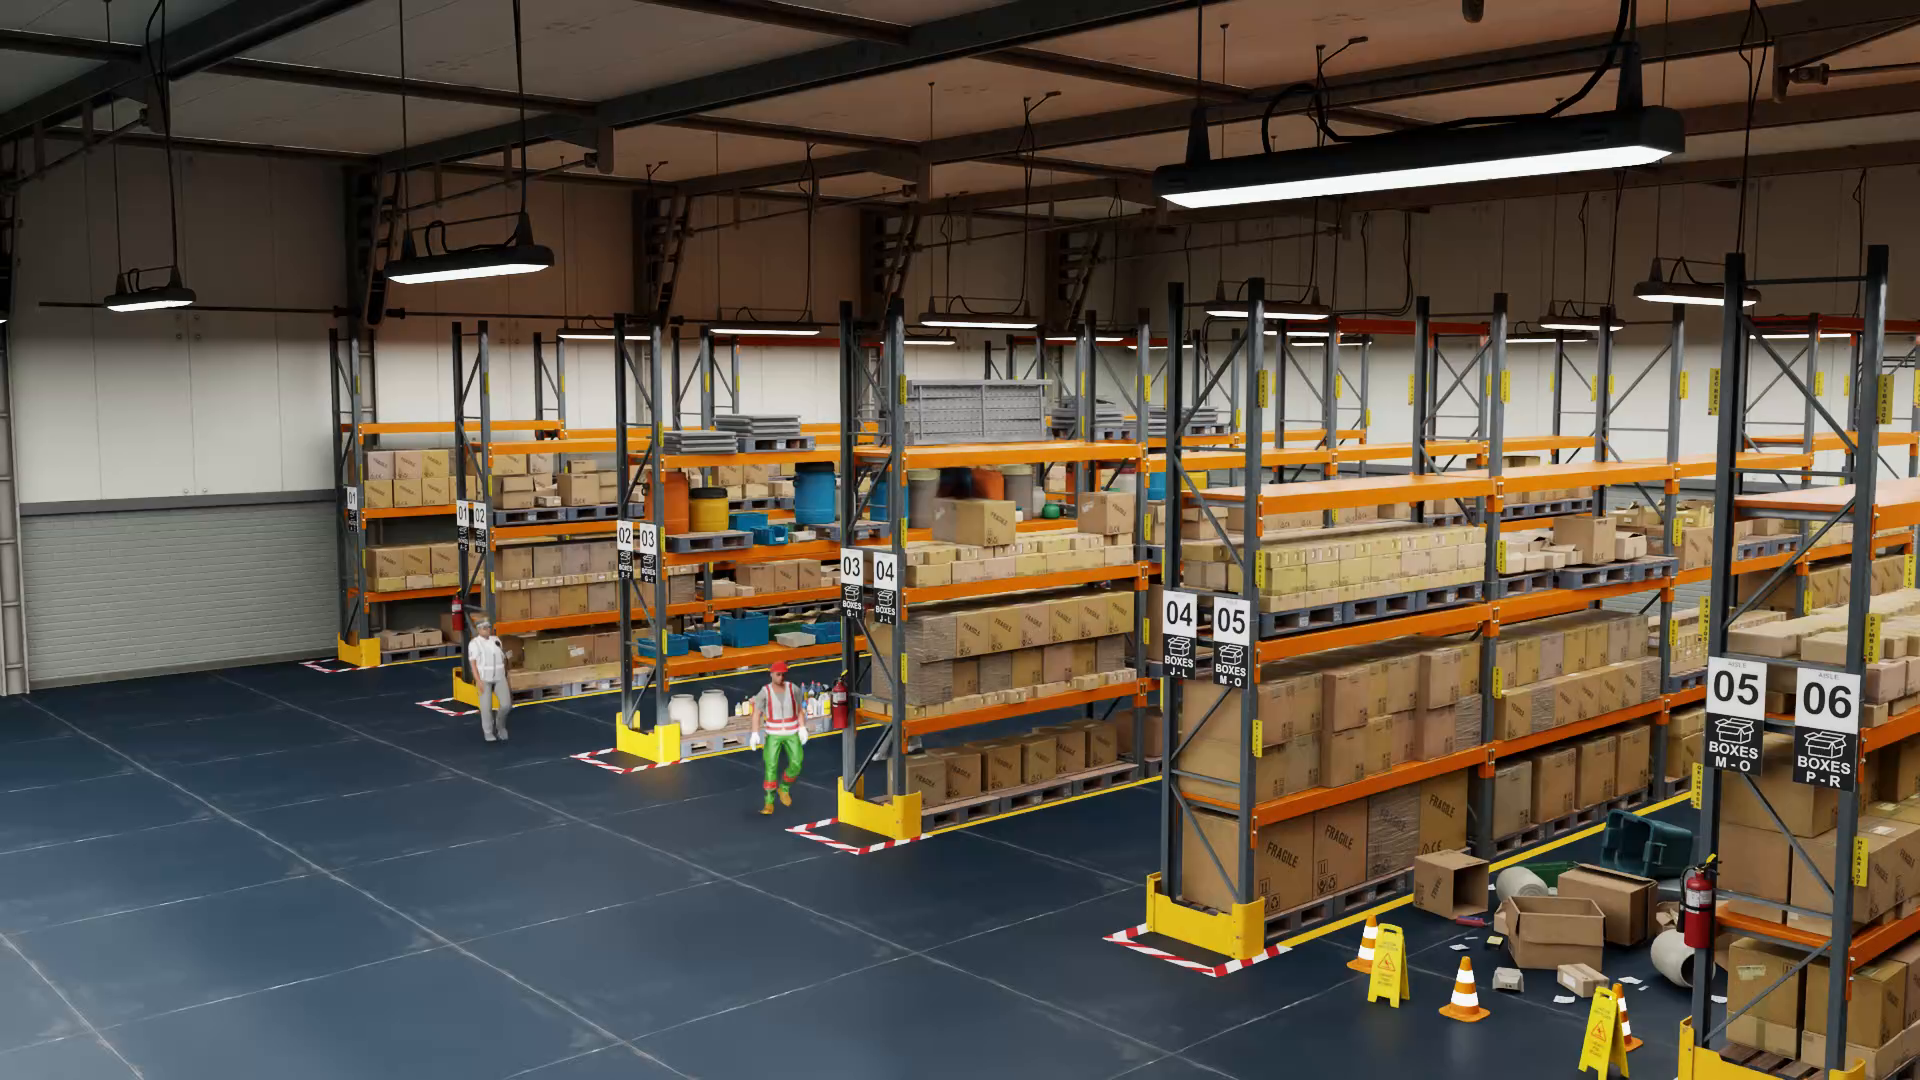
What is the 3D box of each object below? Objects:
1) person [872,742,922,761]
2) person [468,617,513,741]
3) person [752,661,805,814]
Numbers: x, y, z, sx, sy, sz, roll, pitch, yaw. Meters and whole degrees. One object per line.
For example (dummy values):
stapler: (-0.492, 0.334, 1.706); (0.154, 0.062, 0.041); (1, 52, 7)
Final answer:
person: (-0.906, 2.145, 22.492); (0.984, 1.588, 0.414); (-4, 7, -38)
person: (-6.627, 1.969, 23.404); (0.557, 1.773, 0.499); (-3, 6, -29)
person: (-2.153, 2.322, 19.764); (0.649, 1.791, 0.536); (-1, 6, -14)
